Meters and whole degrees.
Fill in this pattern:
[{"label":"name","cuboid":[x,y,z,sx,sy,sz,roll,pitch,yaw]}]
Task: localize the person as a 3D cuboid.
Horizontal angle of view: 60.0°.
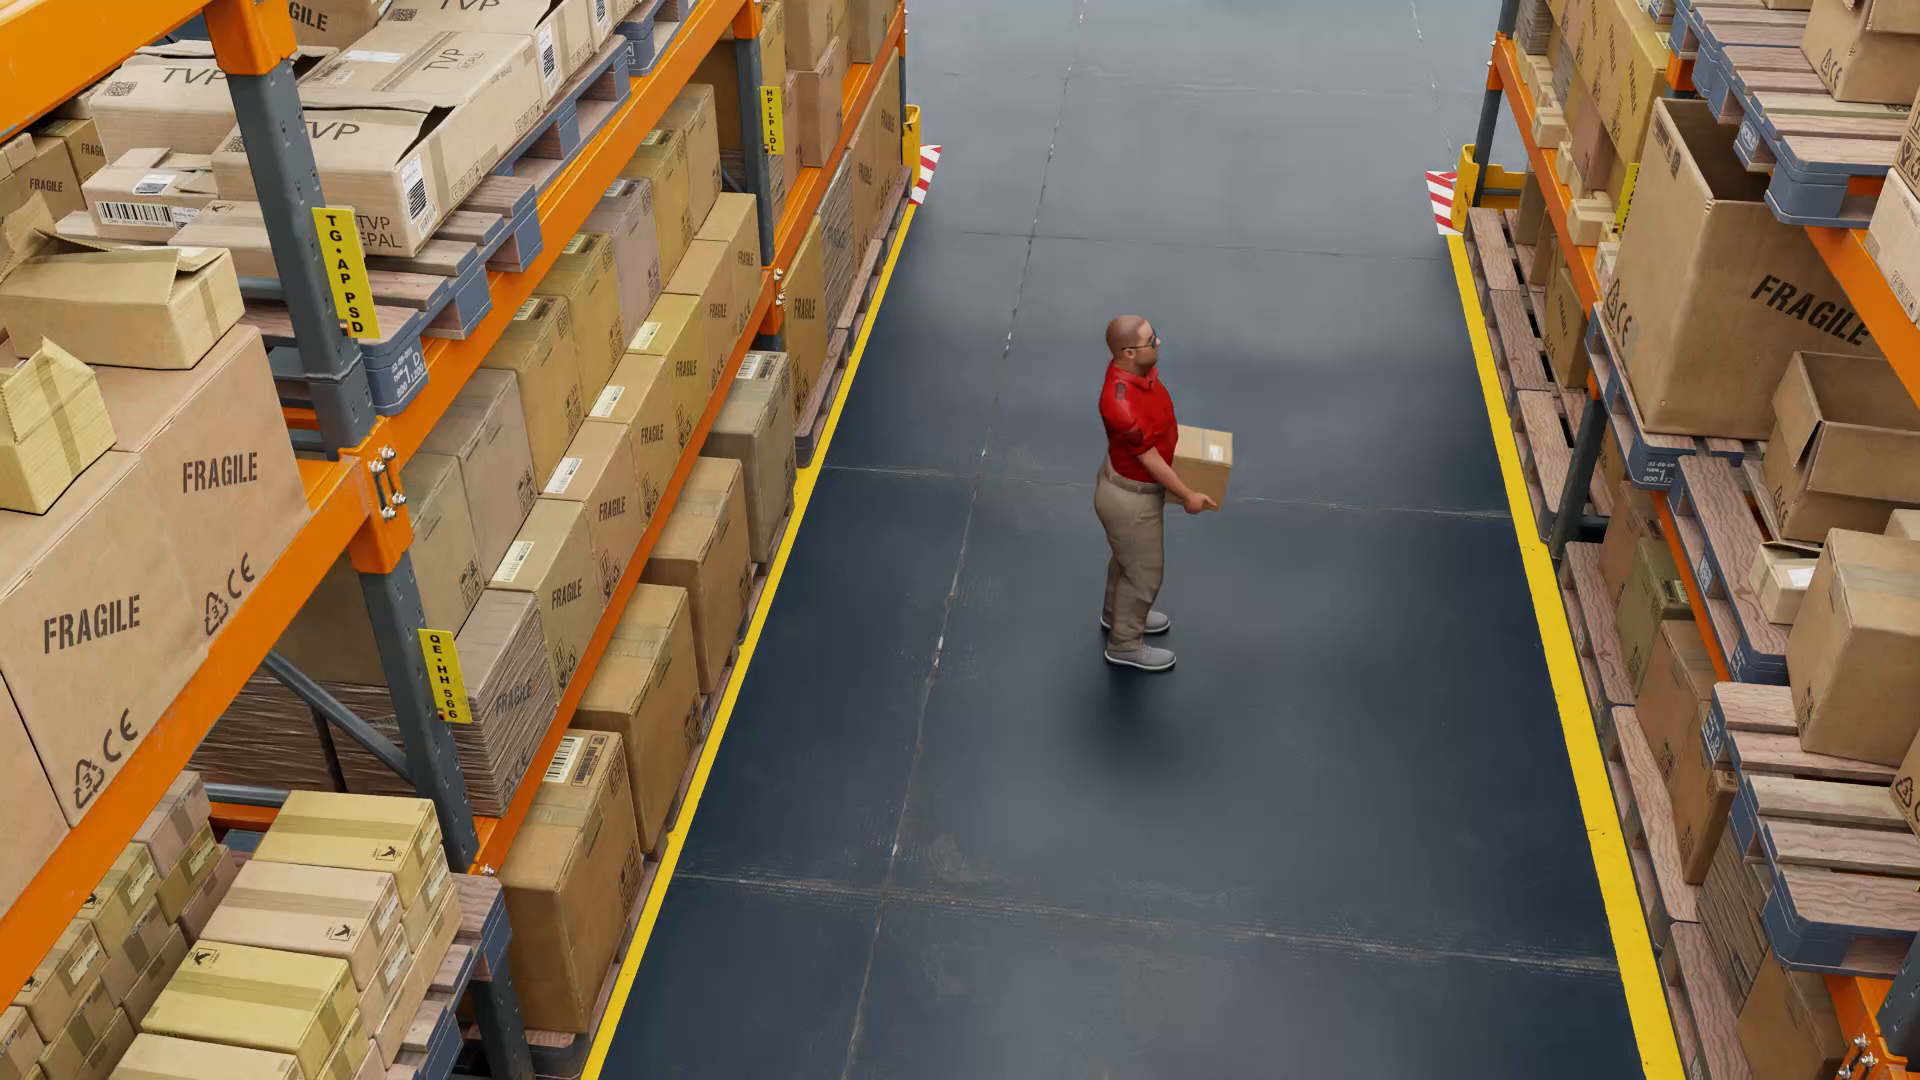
[{"label":"person","cuboid":[0.862,-0.211,7.355,0.530,1.712,0.493,4,36,6]}]
